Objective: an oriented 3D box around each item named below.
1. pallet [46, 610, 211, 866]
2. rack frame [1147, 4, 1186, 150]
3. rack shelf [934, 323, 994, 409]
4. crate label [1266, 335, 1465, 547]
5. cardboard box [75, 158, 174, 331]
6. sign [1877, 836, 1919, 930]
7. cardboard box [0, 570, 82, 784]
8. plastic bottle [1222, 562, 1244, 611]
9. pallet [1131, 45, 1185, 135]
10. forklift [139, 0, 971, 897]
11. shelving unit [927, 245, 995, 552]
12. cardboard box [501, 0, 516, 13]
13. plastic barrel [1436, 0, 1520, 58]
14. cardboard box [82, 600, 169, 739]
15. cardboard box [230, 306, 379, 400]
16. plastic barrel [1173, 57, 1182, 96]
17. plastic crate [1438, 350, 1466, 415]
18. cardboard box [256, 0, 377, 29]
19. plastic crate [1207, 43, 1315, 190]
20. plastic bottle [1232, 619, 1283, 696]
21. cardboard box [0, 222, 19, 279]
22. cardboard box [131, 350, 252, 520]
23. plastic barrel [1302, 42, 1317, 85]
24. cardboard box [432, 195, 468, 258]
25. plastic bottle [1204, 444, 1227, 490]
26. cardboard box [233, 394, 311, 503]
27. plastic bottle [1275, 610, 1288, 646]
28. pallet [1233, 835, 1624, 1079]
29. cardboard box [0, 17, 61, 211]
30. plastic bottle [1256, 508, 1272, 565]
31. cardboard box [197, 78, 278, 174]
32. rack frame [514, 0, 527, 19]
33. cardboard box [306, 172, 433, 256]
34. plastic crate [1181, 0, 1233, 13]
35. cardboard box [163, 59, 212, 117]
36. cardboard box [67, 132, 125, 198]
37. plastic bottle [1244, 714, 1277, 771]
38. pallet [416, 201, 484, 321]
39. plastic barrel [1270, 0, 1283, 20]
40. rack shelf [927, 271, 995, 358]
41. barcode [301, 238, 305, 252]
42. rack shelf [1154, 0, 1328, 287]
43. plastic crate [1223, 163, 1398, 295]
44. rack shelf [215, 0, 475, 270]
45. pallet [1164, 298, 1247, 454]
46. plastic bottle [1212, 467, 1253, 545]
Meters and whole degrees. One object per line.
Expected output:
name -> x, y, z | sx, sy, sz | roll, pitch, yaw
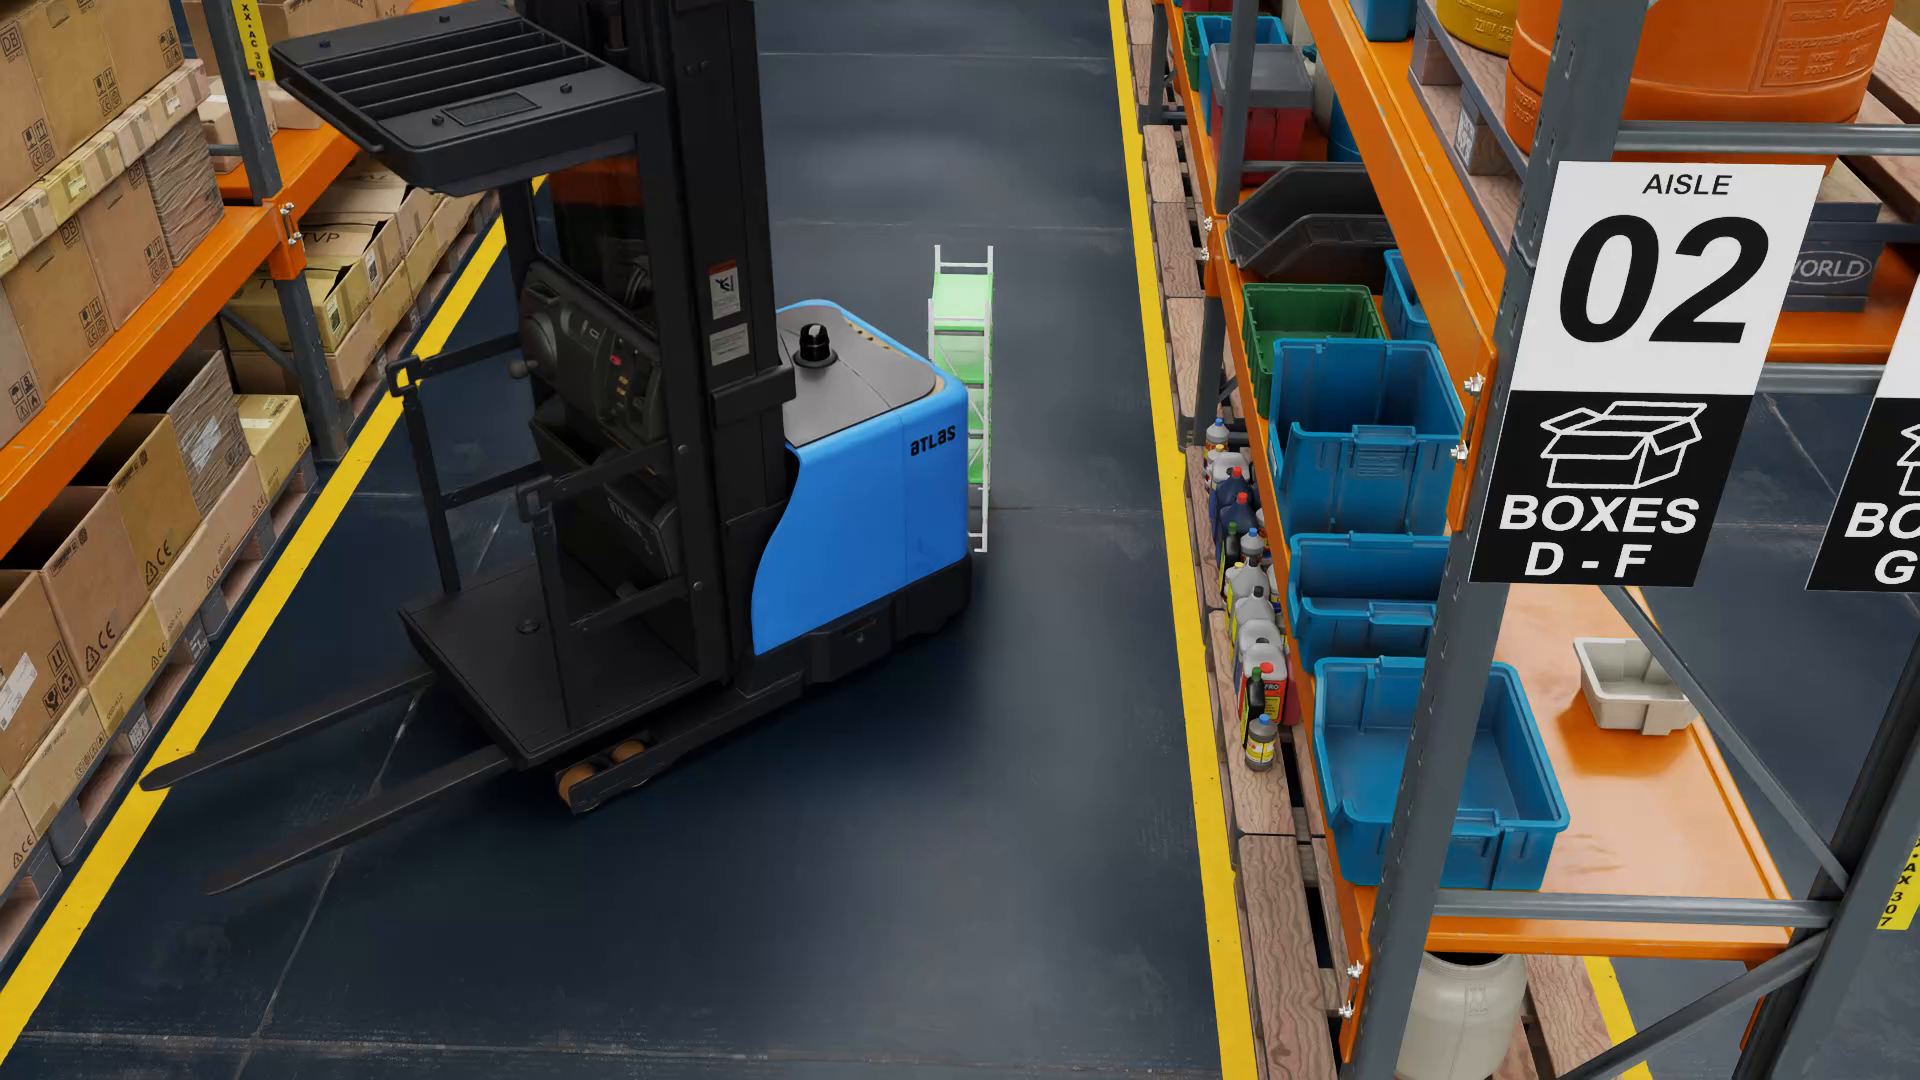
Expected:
pallet -> -3.508, 0.671, 6.112 | 1.003, 0.211, 1.213 | 1, 35, 2
rack frame -> 1.722, -3.811, 10.063 | 1.000, 3.000, 0.127 | 1, 35, 2
rack shelf -> 0.007, -0.730, 6.939 | 0.258, 0.148, 0.480 | 1, 35, 2
crate label -> 1.204, -0.292, 5.027 | 0.502, 0.435, 0.616 | 1, 35, 2
cardboard box -> -3.414, -1.112, 6.136 | 0.700, 0.500, 0.500 | 1, 35, 1
sign -> 1.950, 0.688, 3.422 | 0.100, 0.325, 0.005 | 1, 35, 2
cardboard box -> -3.279, 0.438, 5.392 | 0.500, 0.500, 0.500 | 1, 35, 2
plastic bottle -> 1.072, 0.177, 6.440 | 0.097, 0.201, 0.097 | 0, 35, 0
pallet -> 1.712, -3.124, 11.511 | 1.003, 0.211, 1.213 | 1, 35, 2
forklift -> -1.420, -0.584, 5.532 | 3.031, 2.935, 1.130 | -25, 42, -31
shelving unit -> 0.007, -0.586, 7.040 | 0.258, 1.200, 0.503 | 1, 35, 2
cardboard box -> -2.923, -3.339, 11.184 | 0.500, 0.500, 0.500 | 3, 35, 4
plastic barrel -> 1.320, -1.348, 3.422 | 0.600, 0.588, 0.600 | 0, 35, 0
cardboard box -> -3.243, 0.458, 6.016 | 0.500, 0.250, 0.500 | 1, 35, 2
cardboard box -> -3.124, -0.902, 7.951 | 0.500, 0.250, 0.500 | 1, 35, 1
plastic barrel -> 1.725, -3.376, 10.967 | 0.600, 0.830, 0.708 | 1, 35, 2
plastic crate -> 1.749, -0.466, 5.533 | 0.530, 0.136, 0.437 | 1, 35, 2
cardboard box -> -3.299, -2.701, 8.398 | 0.500, 0.500, 0.500 | 1, 35, 2
plastic crate -> 1.275, -1.824, 7.181 | 0.402, 0.464, 0.583 | 1, 35, 2
plastic bottle -> 1.080, 0.431, 6.014 | 0.152, 0.276, 0.135 | 0, 35, 1
cardboard box -> -3.245, -0.892, 5.259 | 0.380, 0.149, 0.250 | 2, 35, 3
cardboard box -> -3.220, -0.424, 6.619 | 0.500, 0.500, 0.500 | 1, 35, 2
plastic barrel -> 1.768, -2.213, 7.910 | 0.301, 0.262, 0.301 | 0, 35, 0
cardboard box -> -3.063, -1.785, 9.208 | 0.500, 0.250, 0.500 | 2, 35, 3
plastic bottle -> 1.107, -0.316, 7.142 | 0.097, 0.201, 0.097 | 0, 35, 0
cardboard box -> -3.188, -0.404, 7.243 | 0.500, 0.250, 0.500 | 1, 35, 2
plastic bottle -> 1.205, 0.344, 6.203 | 0.097, 0.201, 0.097 | 0, 35, 0
pallet -> 1.395, 1.415, 5.053 | 1.003, 0.211, 1.213 | 1, 35, 2
cardboard box -> -3.439, -1.368, 5.372 | 0.700, 0.500, 0.500 | 1, 35, 2
plastic bottle -> 1.229, -0.036, 6.683 | 0.097, 0.271, 0.097 | 0, 35, 0
cardboard box -> -3.412, -1.851, 7.406 | 0.500, 0.250, 0.500 | 3, 35, 5
rack frame -> -3.227, -3.927, 10.229 | 1.000, 3.000, 0.127 | 1, 35, 2
cardboard box -> -3.077, -1.722, 8.630 | 0.500, 0.311, 0.500 | 0, 35, 0
plastic crate -> 1.351, -2.915, 8.734 | 0.402, 0.464, 0.583 | 1, 35, 2
cardboard box -> -3.185, -1.774, 6.515 | 0.380, 0.149, 0.250 | 1, 35, 2
cardboard box -> -3.214, -1.331, 5.884 | 0.380, 0.149, 0.250 | 1, 35, 2
plastic bottle -> 1.037, 0.685, 5.717 | 0.097, 0.201, 0.097 | 0, 35, 0
pallet -> -3.351, -1.615, 9.364 | 1.003, 0.211, 1.213 | 1, 35, 2
plastic barrel -> 1.877, -3.018, 8.839 | 0.421, 0.512, 0.421 | 0, 35, 0
rack shelf -> 0.007, -0.926, 6.801 | 0.258, 0.148, 0.480 | 1, 35, 2
barcode -> -2.962, -1.316, 7.470 | 0.001, 0.075, 0.075 | 1, 35, 2
rack shelf -> 1.642, -2.367, 8.635 | 1.077, 0.370, 4.000 | 1, 35, 2
plastic crate -> 1.413, -1.189, 6.387 | 0.767, 0.338, 0.504 | 1, 35, 2
rack shelf -> -3.307, -2.484, 8.801 | 1.077, 0.370, 4.000 | 1, 35, 2
pallet -> 1.554, -0.824, 8.238 | 1.003, 0.211, 1.213 | 1, 35, 2
plastic bottle -> 1.114, -0.154, 6.782 | 0.144, 0.351, 0.185 | 2, 35, 3
